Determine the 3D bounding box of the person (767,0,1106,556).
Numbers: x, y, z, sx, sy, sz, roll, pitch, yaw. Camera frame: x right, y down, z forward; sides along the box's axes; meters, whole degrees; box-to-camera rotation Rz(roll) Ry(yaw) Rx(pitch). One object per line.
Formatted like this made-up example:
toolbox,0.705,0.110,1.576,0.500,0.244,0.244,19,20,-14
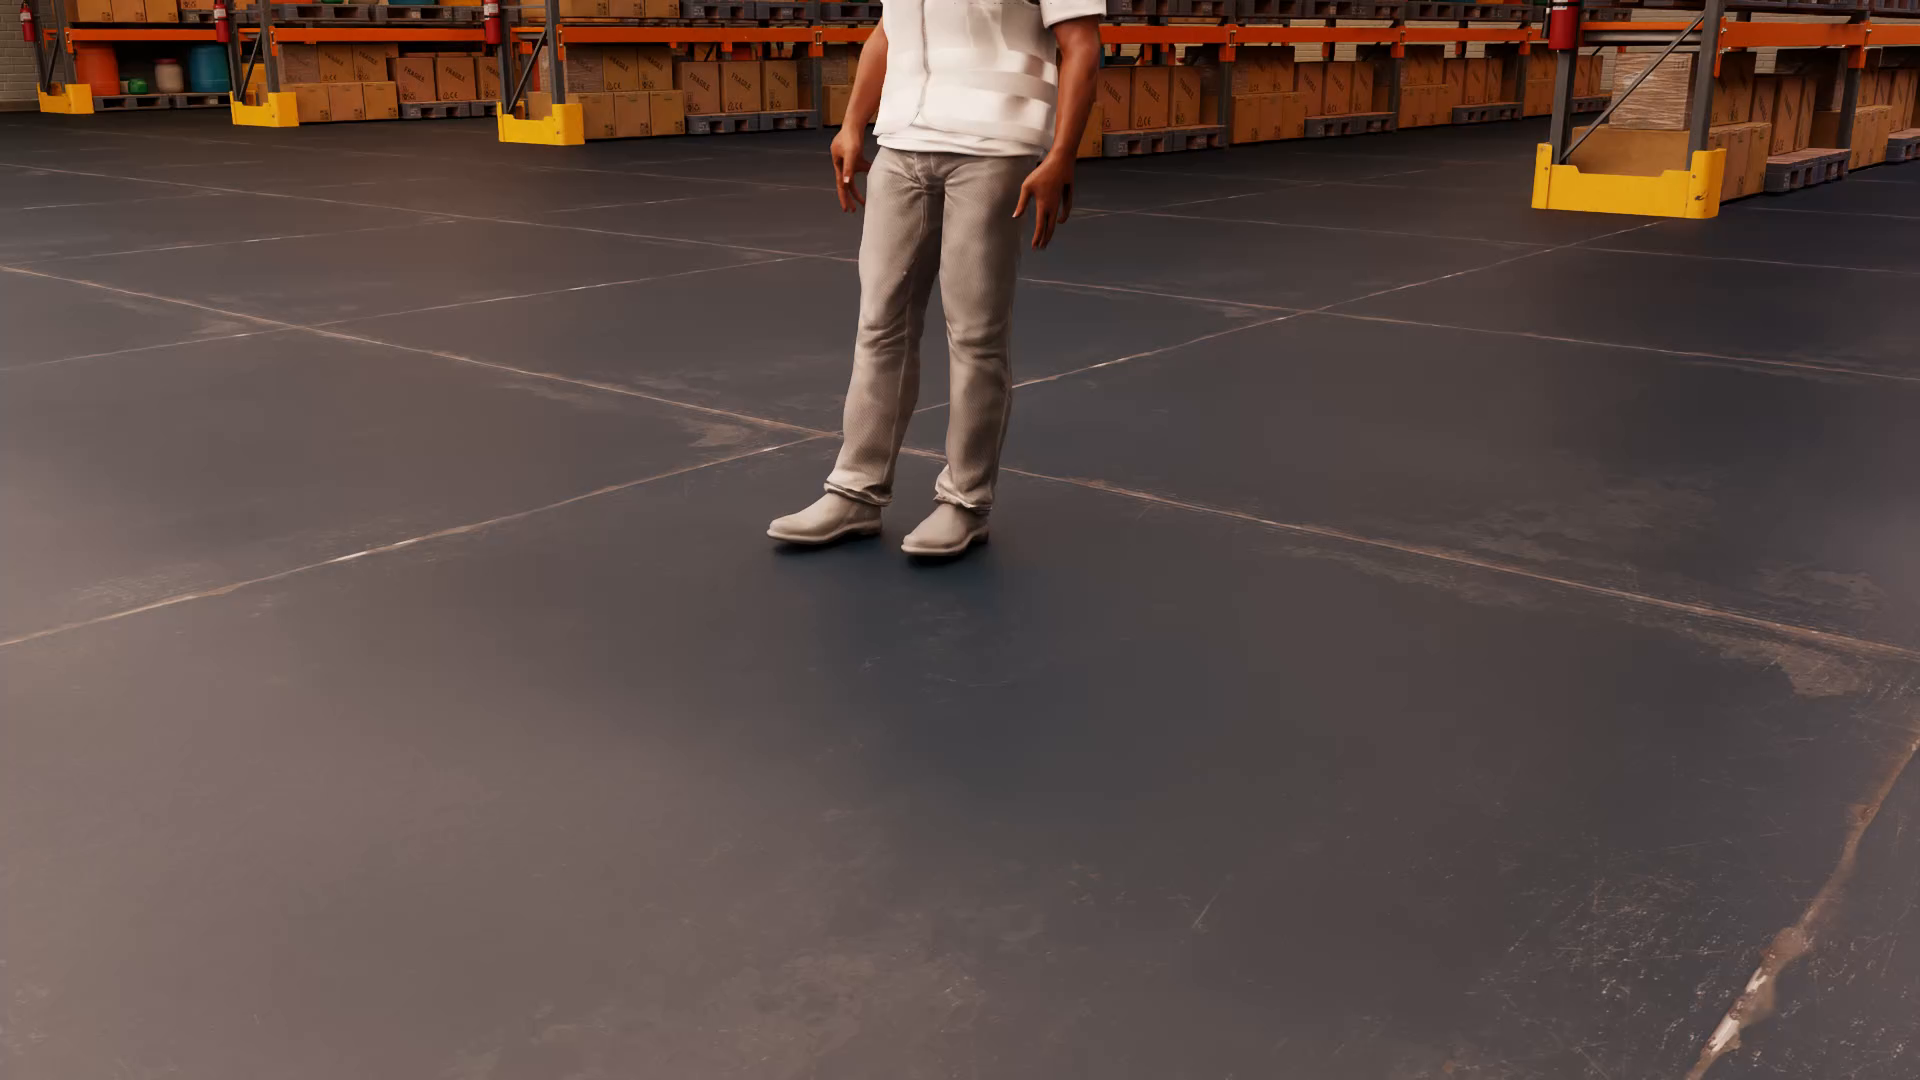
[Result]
person,-0.048,-0.837,3.634,0.666,1.768,0.575,13,21,37
